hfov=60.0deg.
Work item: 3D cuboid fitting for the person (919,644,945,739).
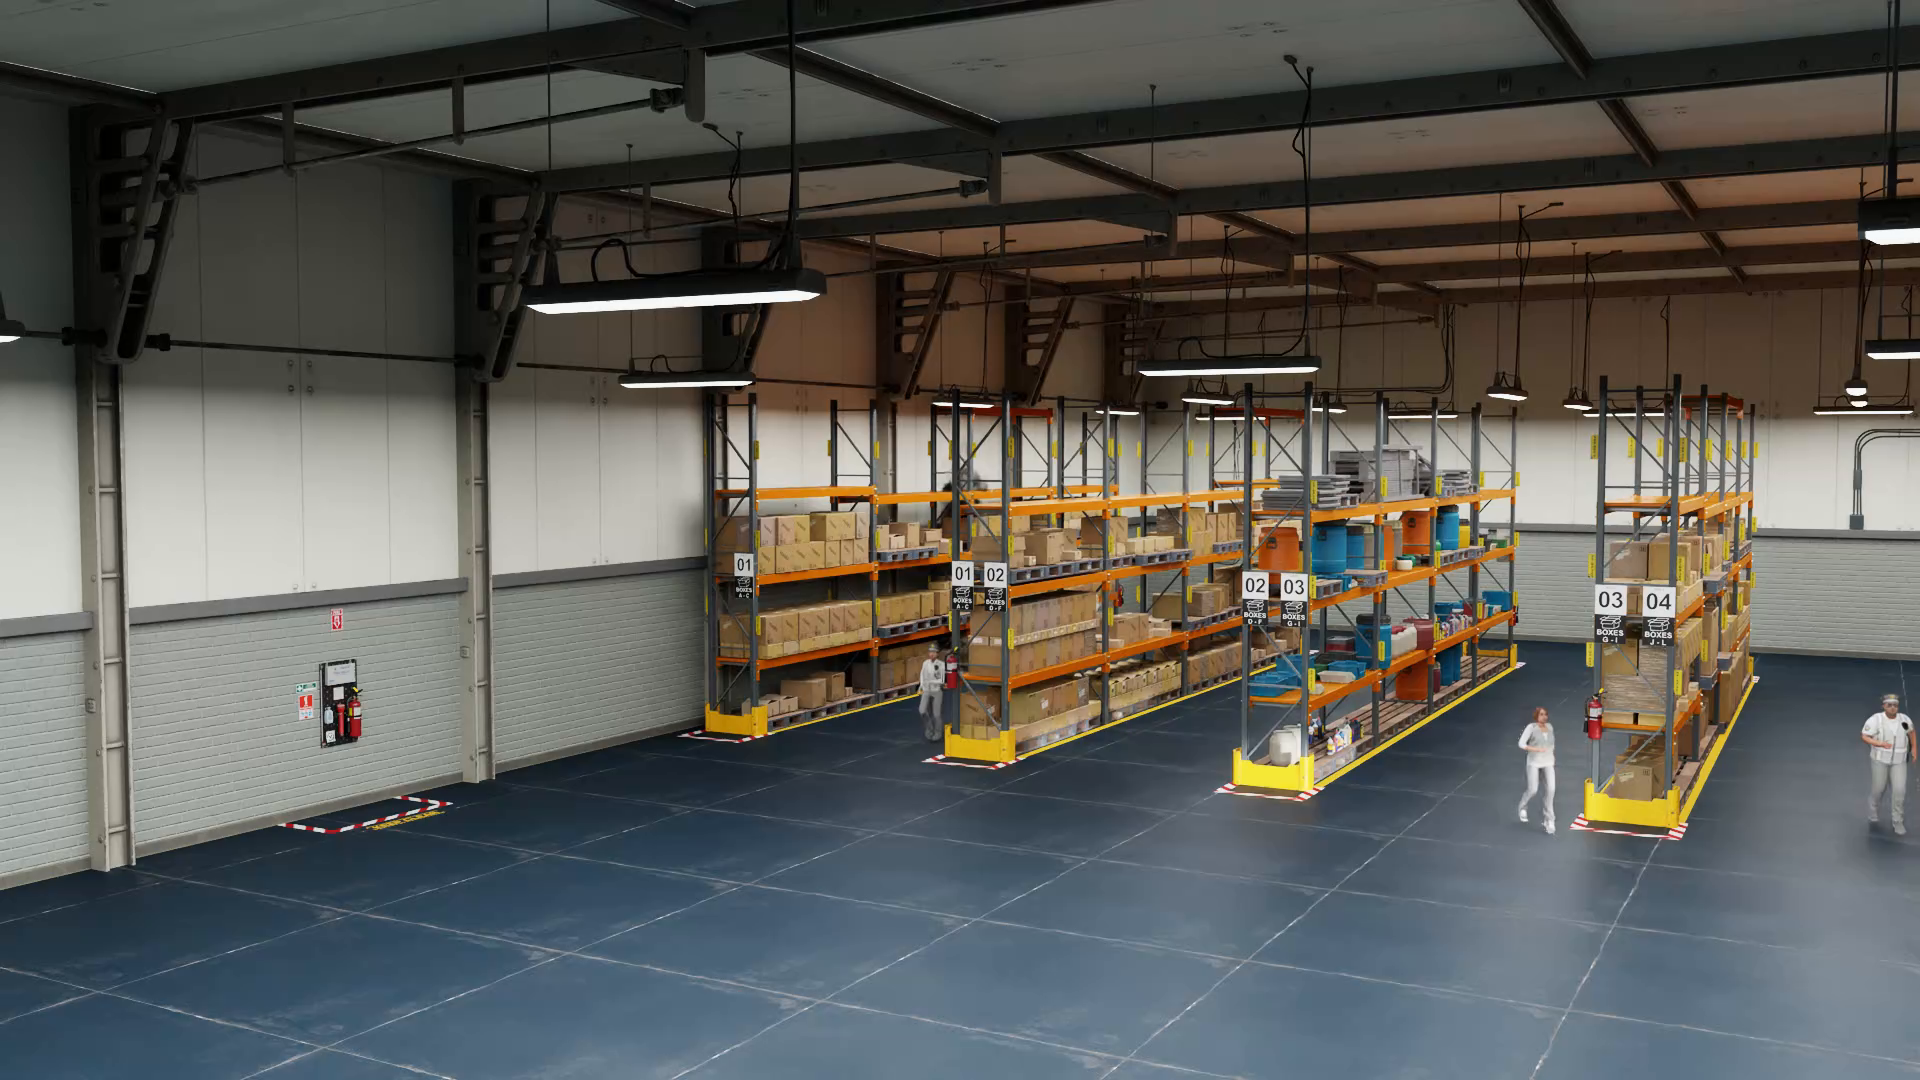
[{"bbox_3d":[-0.491,2.616,28.547,0.589,1.646,0.609,1,3,21],"label":"person"}]

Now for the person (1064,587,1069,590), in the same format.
[{"bbox_3d":[2.212,1.915,35.758,0.674,1.894,0.796,1,3,19],"label":"person"}]

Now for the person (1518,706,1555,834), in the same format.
[{"bbox_3d":[7.648,3.013,21.994,0.544,1.612,0.768,0,3,-4],"label":"person"}]

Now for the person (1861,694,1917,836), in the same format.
[{"bbox_3d":[12.282,2.932,21.990,0.683,1.839,0.831,1,3,16],"label":"person"}]
